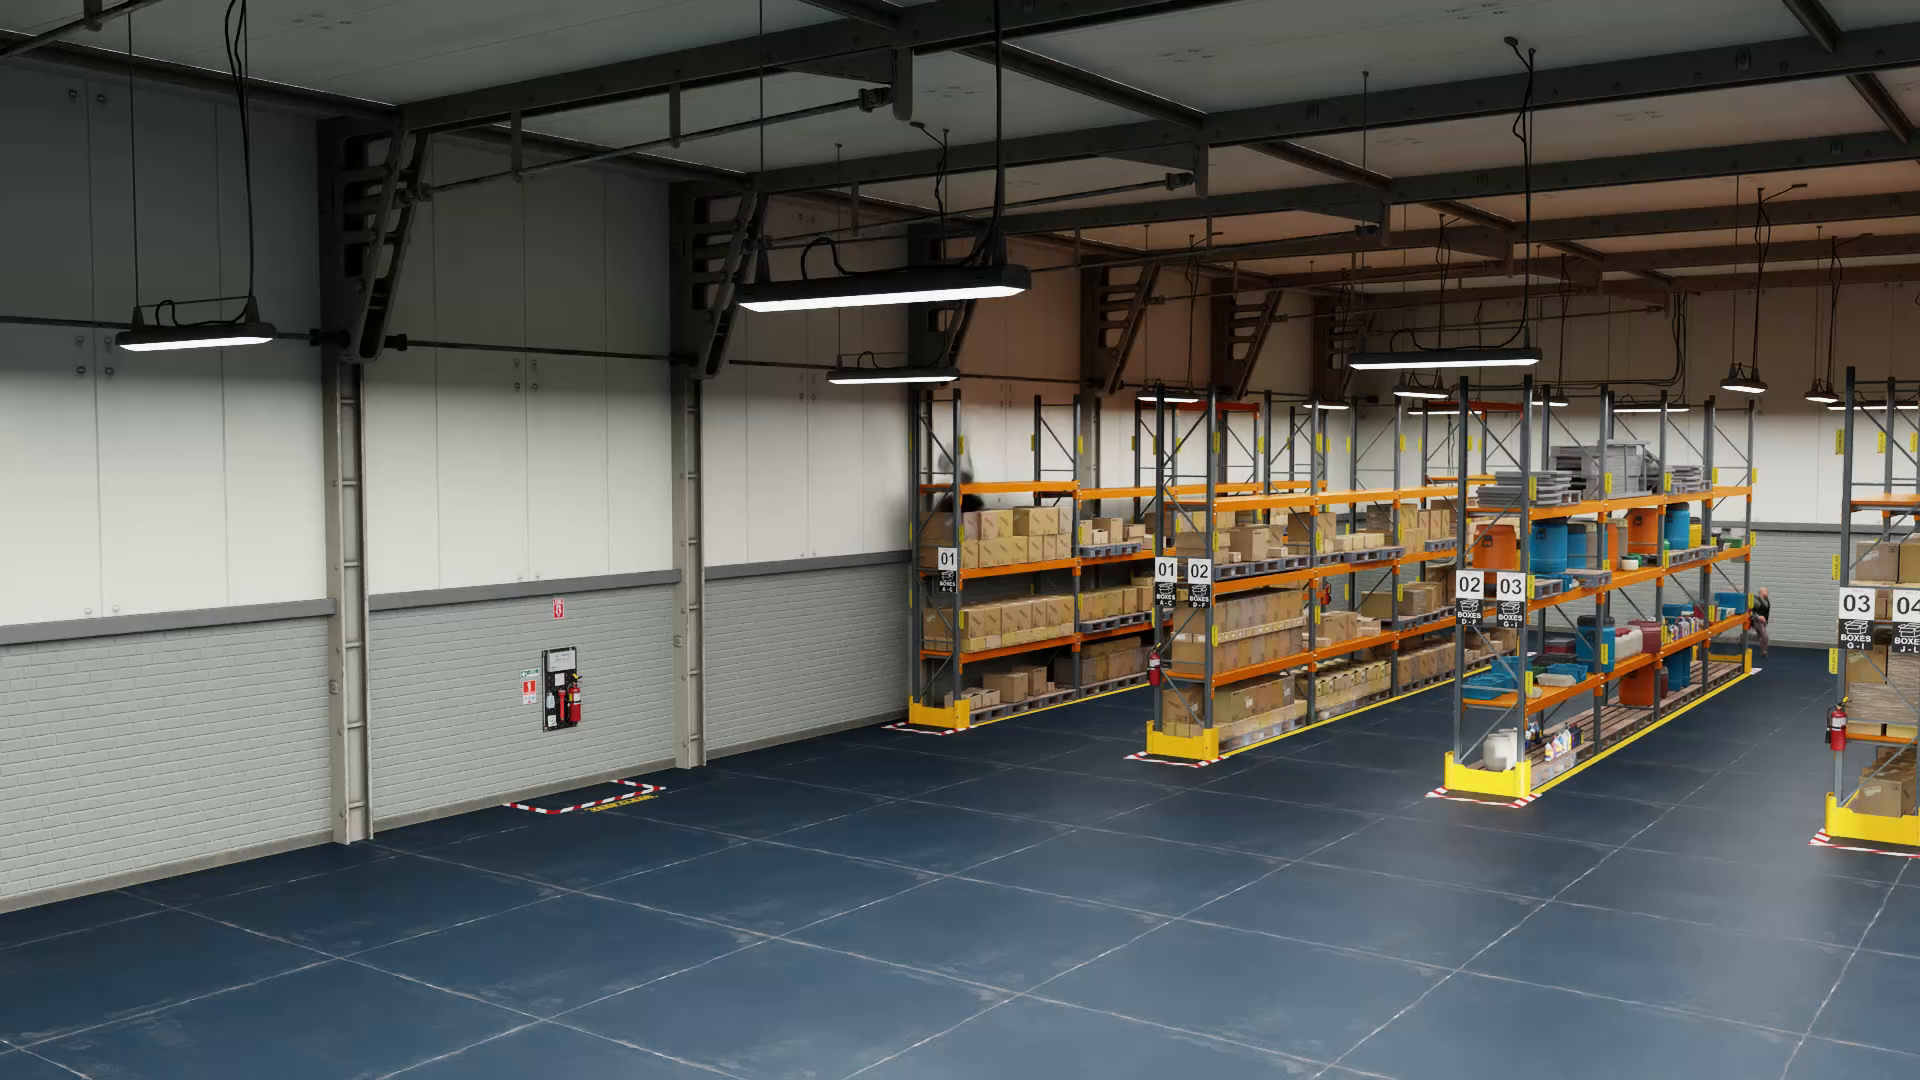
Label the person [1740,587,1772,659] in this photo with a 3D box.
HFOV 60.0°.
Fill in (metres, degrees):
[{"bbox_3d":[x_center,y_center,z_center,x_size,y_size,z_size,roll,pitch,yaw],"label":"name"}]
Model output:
[{"bbox_3d":[18.825,1.947,39.318,0.674,1.702,0.807,-2,4,-36],"label":"person"}]
